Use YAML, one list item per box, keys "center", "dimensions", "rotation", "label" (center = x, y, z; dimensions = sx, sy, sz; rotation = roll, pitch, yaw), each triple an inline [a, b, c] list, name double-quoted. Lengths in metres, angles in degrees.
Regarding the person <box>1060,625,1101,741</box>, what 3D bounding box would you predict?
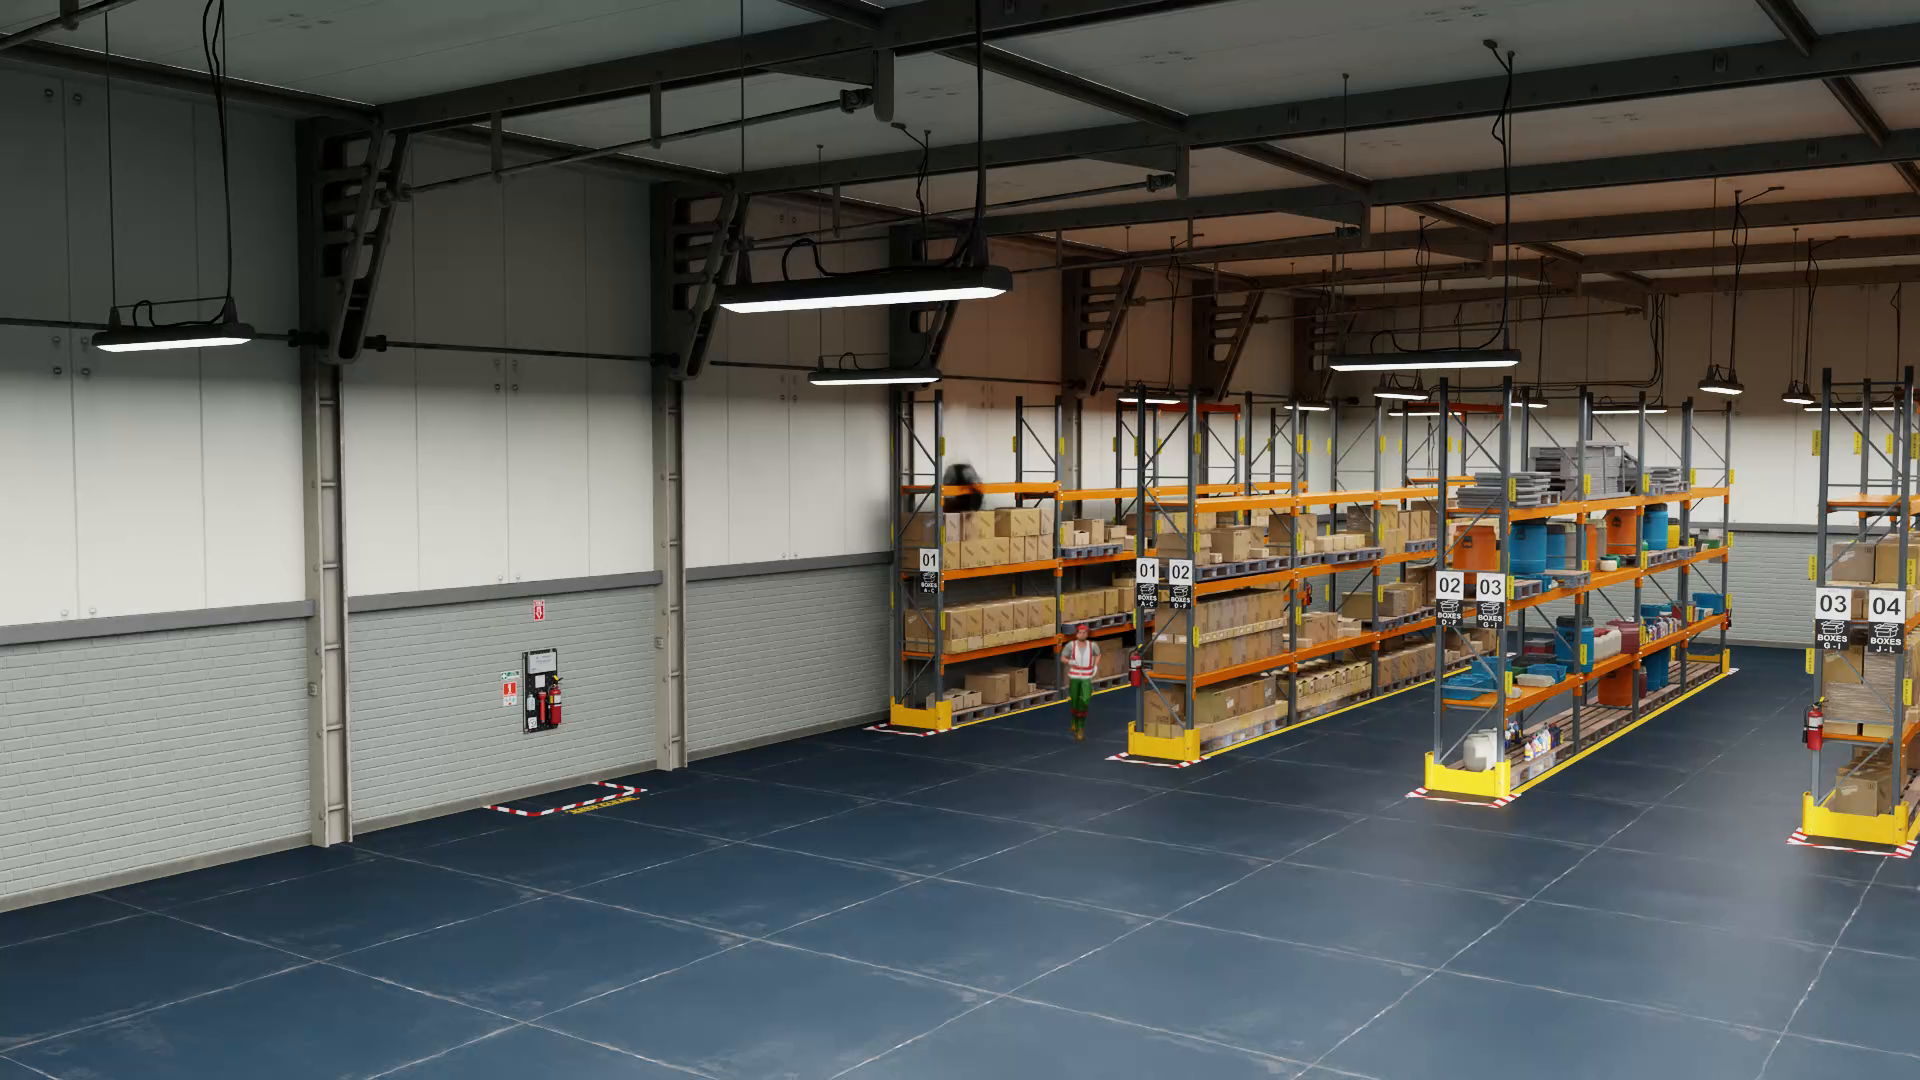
- center: [1.984, 2.336, 27.334]
  dimensions: [0.666, 1.904, 0.679]
  rotation: [0, 3, 4]
  label: "person"
